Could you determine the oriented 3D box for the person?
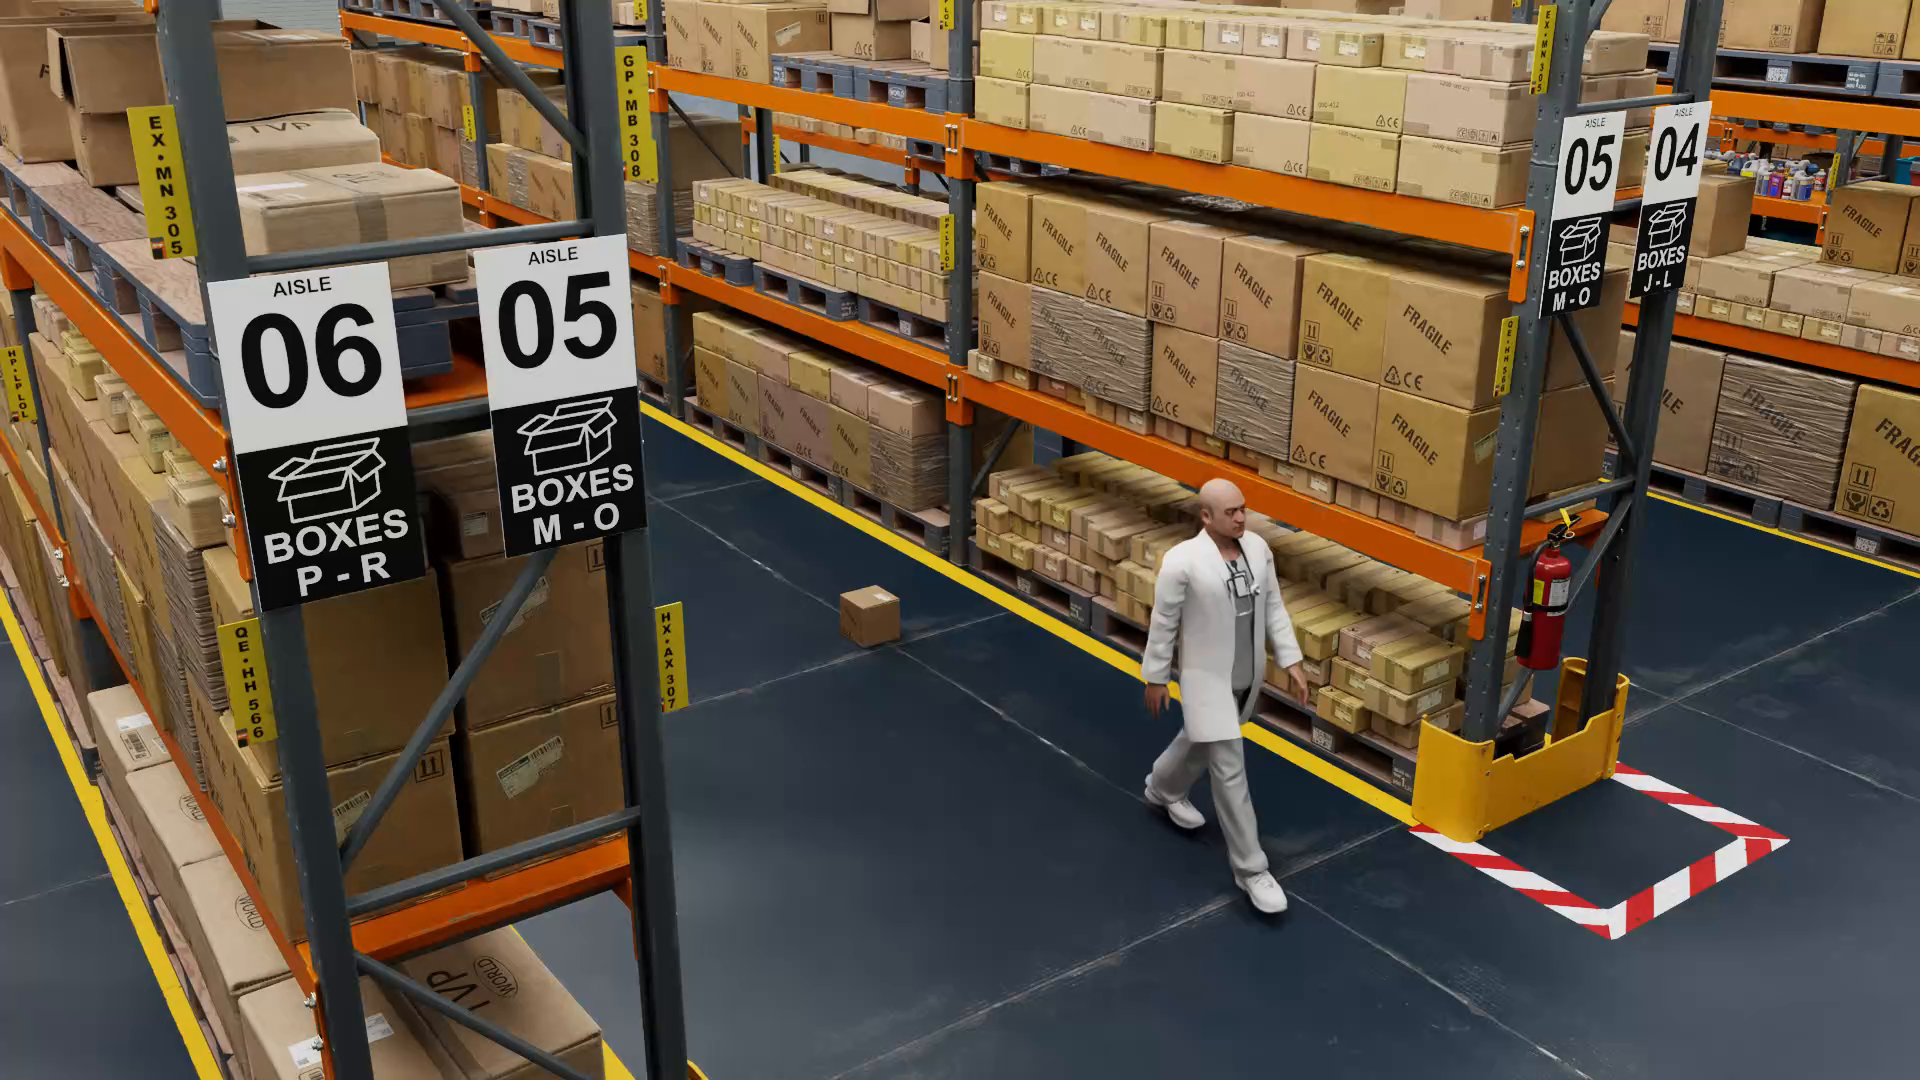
[{"bbox_3d":[1.157,0.585,7.061,0.617,1.721,1.092,-14,25,-32],"label":"person"}]
